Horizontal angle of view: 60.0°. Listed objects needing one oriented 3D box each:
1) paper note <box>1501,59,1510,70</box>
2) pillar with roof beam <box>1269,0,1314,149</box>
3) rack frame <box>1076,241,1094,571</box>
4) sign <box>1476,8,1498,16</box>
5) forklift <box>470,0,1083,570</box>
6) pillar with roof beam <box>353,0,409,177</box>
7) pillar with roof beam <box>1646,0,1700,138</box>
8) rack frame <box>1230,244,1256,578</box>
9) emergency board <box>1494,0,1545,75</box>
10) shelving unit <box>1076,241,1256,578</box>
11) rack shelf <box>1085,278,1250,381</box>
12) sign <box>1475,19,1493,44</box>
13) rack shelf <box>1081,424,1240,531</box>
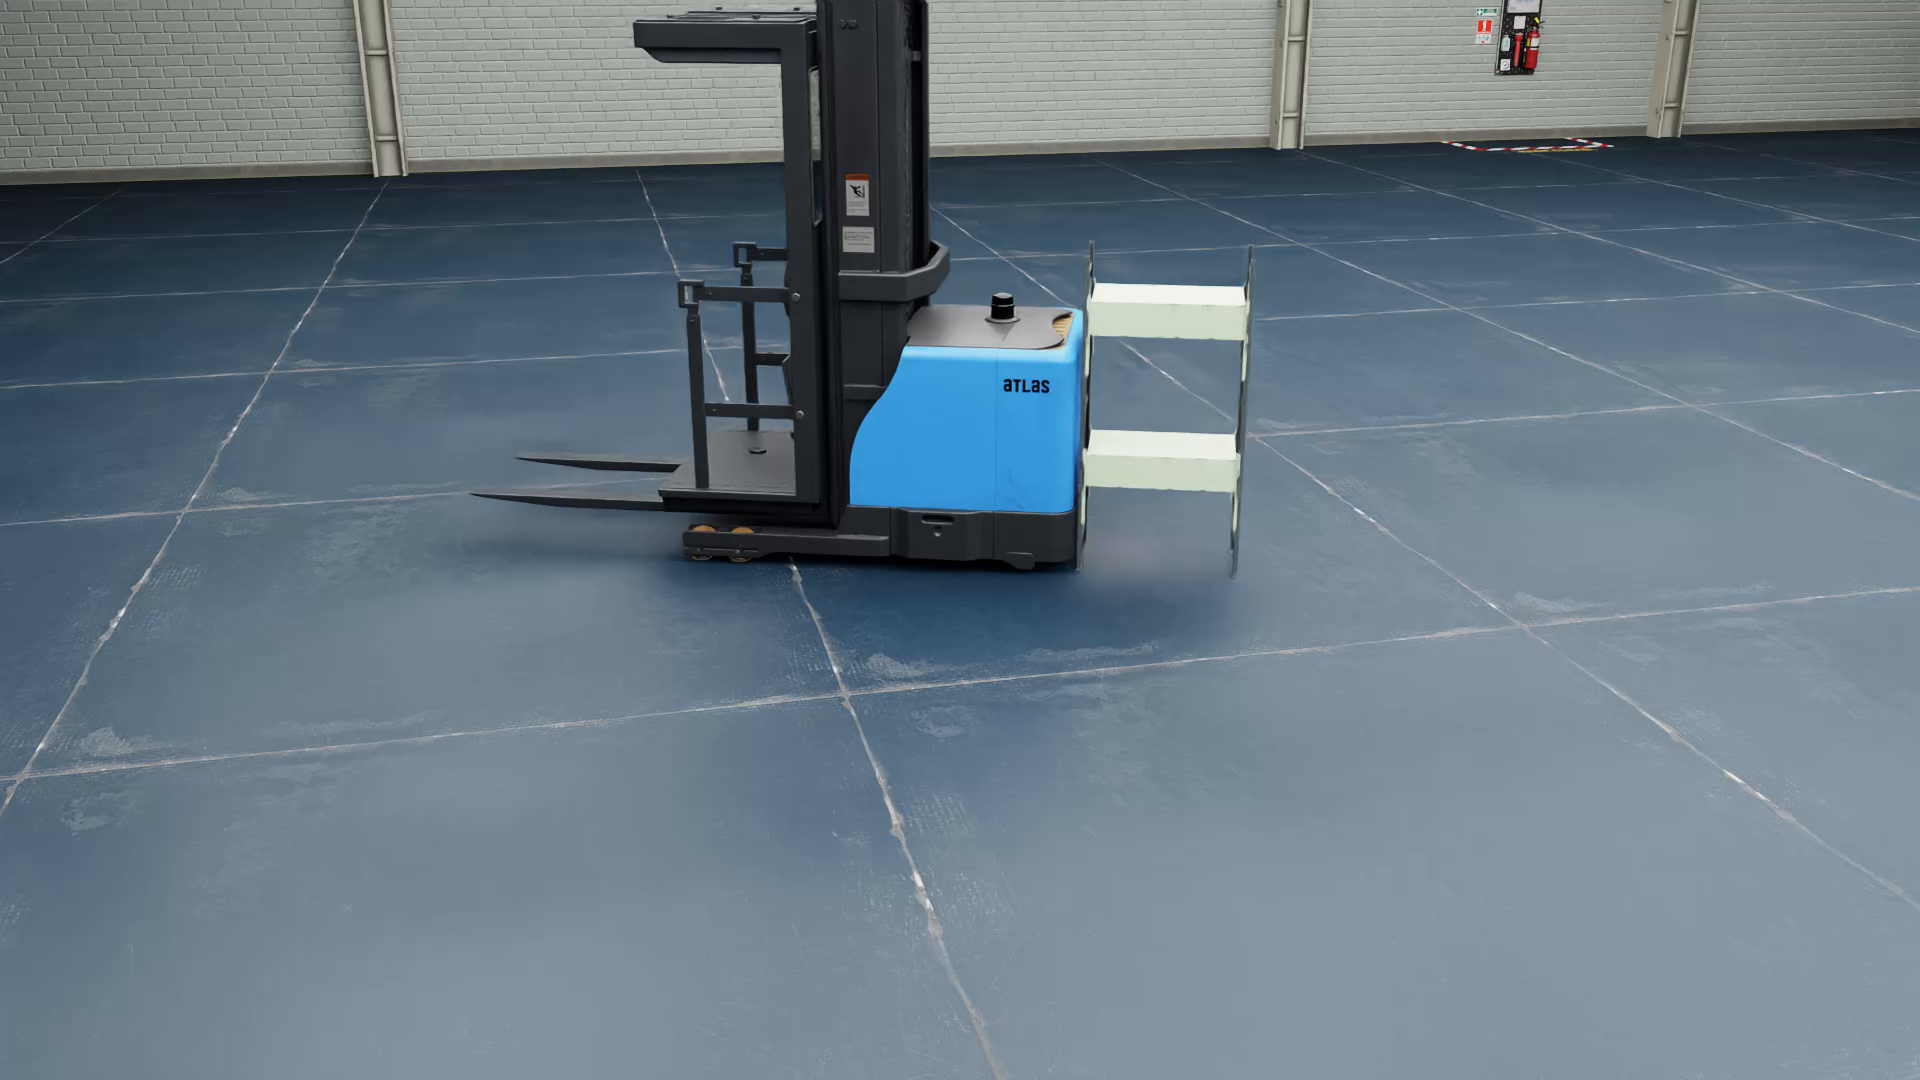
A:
[{"bbox_3d":[7.815,-6.808,23.818,0.142,0.148,0.016,-5,21,-12],"label":"paper note"},{"bbox_3d":[5.568,-8.296,17.879,0.400,9.000,9.100,-5,21,-12],"label":"pillar with roof beam"},{"bbox_3d":[0.591,-0.625,7.840,0.023,1.500,0.400,3,20,7],"label":"rack frame"},{"bbox_3d":[7.448,-7.466,23.512,0.331,0.109,0.001,-5,21,-12],"label":"sign"},{"bbox_3d":[-0.903,-1.445,7.997,3.031,2.935,1.130,3,20,7],"label":"forklift"},{"bbox_3d":[-6.110,-7.346,15.286,0.400,9.000,9.100,-5,21,-12],"label":"pillar with roof beam"},{"bbox_3d":[11.407,-8.771,19.175,0.400,9.000,9.100,-5,21,-12],"label":"pillar with roof beam"},{"bbox_3d":[1.317,-0.592,7.750,0.023,1.500,0.400,3,20,7],"label":"rack frame"},{"bbox_3d":[8.003,-7.212,23.642,0.643,1.169,0.194,-5,21,-12],"label":"emergency board"},{"bbox_3d":[0.954,-0.608,7.795,0.755,1.500,0.431,3,20,7],"label":"shelving unit"},{"bbox_3d":[0.954,-0.975,7.661,0.720,0.370,0.431,3,20,7],"label":"rack shelf"},{"bbox_3d":[7.441,-7.220,23.611,0.234,0.329,0.001,-5,21,-12],"label":"sign"},{"bbox_3d":[0.954,-0.302,7.907,0.720,0.370,0.431,3,20,7],"label":"rack shelf"}]
